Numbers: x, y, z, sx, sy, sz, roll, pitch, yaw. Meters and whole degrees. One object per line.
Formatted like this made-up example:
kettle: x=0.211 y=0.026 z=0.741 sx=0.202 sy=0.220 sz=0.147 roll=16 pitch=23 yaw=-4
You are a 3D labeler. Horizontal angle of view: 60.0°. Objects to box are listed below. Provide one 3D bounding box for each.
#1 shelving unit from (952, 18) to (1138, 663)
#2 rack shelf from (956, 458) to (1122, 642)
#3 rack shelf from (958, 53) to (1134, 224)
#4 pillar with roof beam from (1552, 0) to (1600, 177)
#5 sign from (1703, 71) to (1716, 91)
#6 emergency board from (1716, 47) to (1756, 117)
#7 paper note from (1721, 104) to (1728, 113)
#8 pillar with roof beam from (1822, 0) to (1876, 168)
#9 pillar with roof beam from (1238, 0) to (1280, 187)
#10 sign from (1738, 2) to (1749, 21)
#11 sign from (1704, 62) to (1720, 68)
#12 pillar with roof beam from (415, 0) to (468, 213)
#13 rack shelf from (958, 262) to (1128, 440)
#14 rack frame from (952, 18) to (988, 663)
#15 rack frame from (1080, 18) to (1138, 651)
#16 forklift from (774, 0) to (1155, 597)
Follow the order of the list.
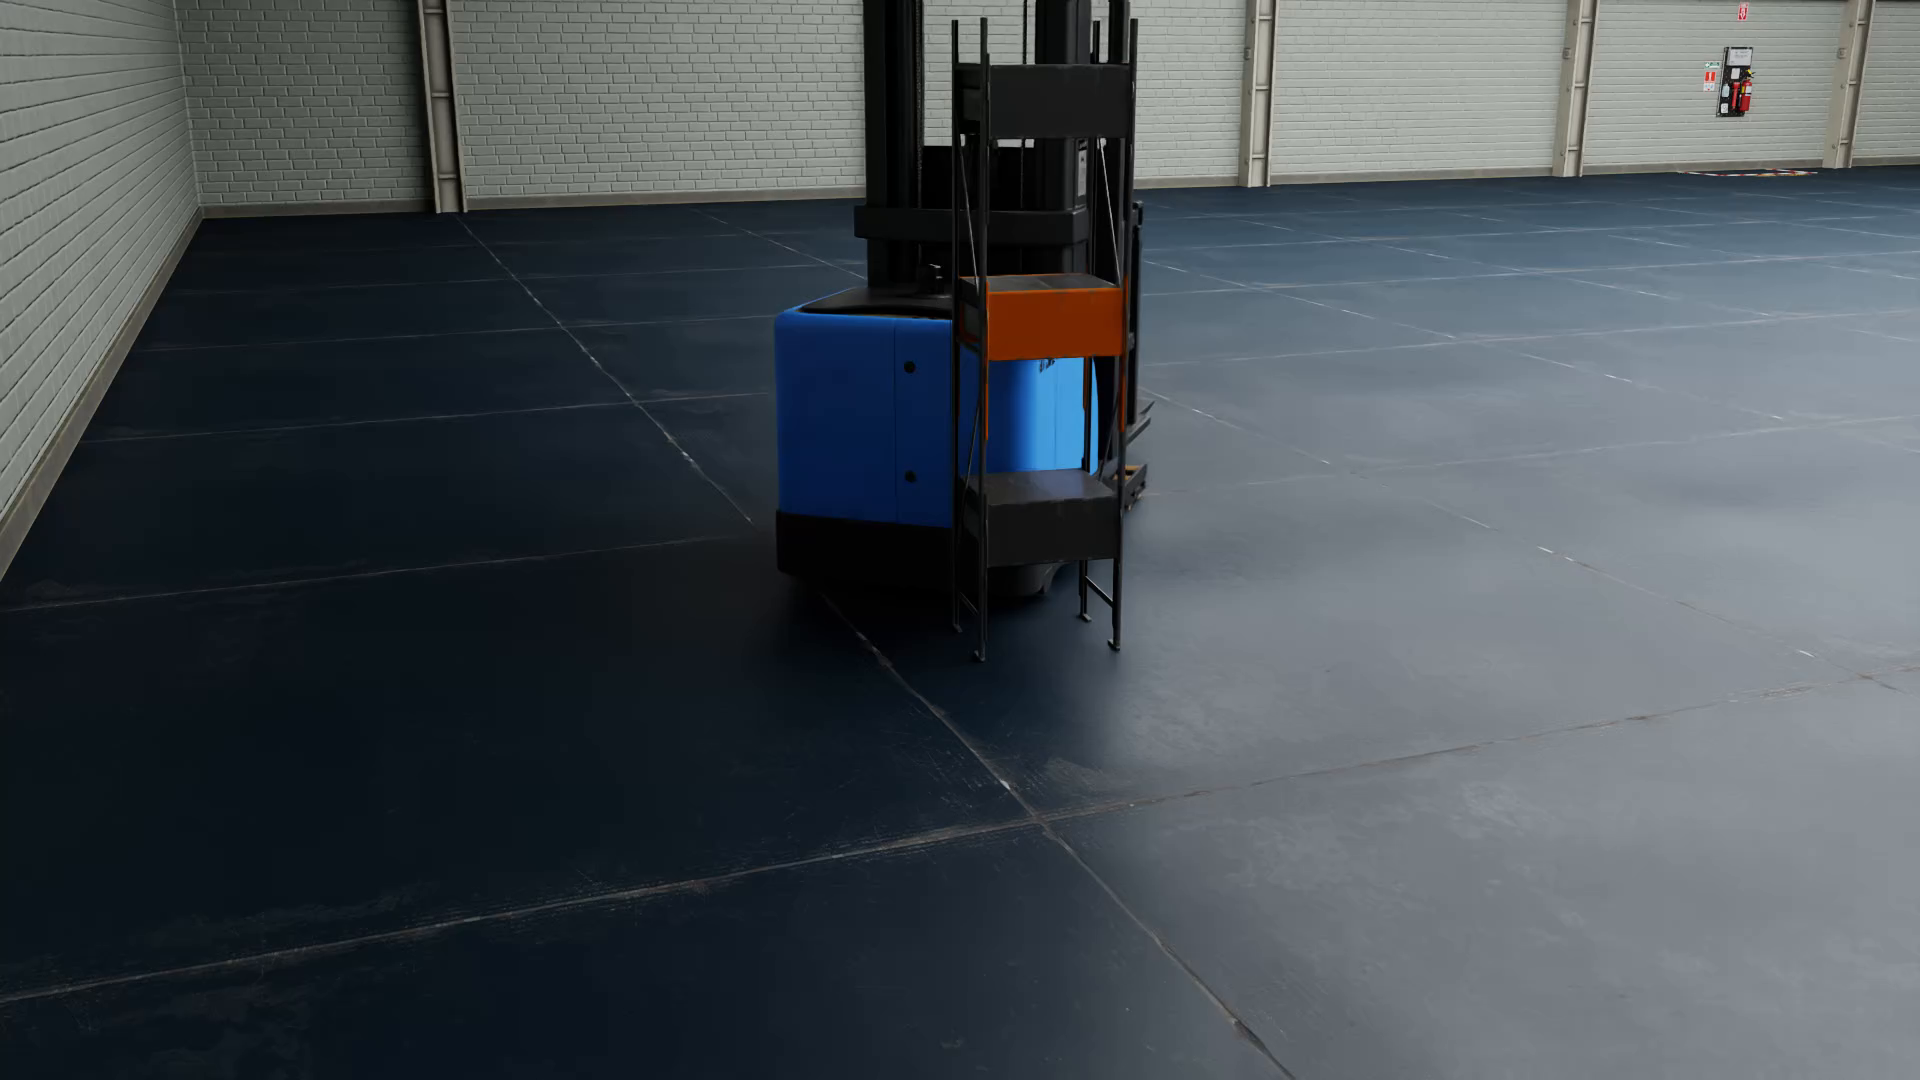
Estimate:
shelving unit: x=0.265 y=-0.661 z=5.621 sx=0.503 sy=2.100 sz=0.431 roll=-4 pitch=17 yaw=-14
rack shelf: x=0.265 y=0.024 z=5.822 sx=0.480 sy=0.518 sz=0.431 roll=-4 pitch=17 yaw=-14
rack shelf: x=0.265 y=-1.319 z=5.428 sx=0.480 sy=0.518 sz=0.431 roll=-4 pitch=17 yaw=-14
pillar with roof beam: x=11.705 y=-9.286 z=22.749 sx=0.400 sy=9.000 sz=9.100 roll=-6 pitch=17 yaw=-20
sign: x=12.893 y=-7.895 z=28.595 sx=0.234 sy=0.329 sz=0.001 roll=-6 pitch=17 yaw=-20
emergency board: x=13.446 y=-7.906 z=28.698 sx=0.643 sy=1.169 sz=0.194 roll=-6 pitch=17 yaw=-20
paper note: x=13.256 y=-7.484 z=28.823 sx=0.142 sy=0.148 sz=0.016 roll=-6 pitch=17 yaw=-20
pillar with roof beam: x=17.308 y=-9.891 z=24.809 sx=0.400 sy=9.000 sz=9.100 roll=-6 pitch=17 yaw=-20
pillar with roof beam: x=6.102 y=-8.681 z=20.689 sx=0.400 sy=9.000 sz=9.100 roll=-6 pitch=17 yaw=-20
sign: x=13.403 y=-9.044 z=28.457 sx=0.199 sy=0.298 sz=0.001 roll=-6 pitch=17 yaw=-20
sign: x=12.900 y=-8.147 z=28.514 sx=0.331 sy=0.109 sz=0.001 roll=-6 pitch=17 yaw=-20
pillar with roof beam: x=-5.103 y=-7.471 z=16.570 sx=0.400 sy=9.000 sz=9.100 roll=-6 pitch=17 yaw=-20
rack shelf: x=0.265 y=-0.648 z=5.625 sx=0.480 sy=0.518 sz=0.431 roll=-4 pitch=17 yaw=-14
rack frame: x=0.028 y=-0.644 z=5.563 sx=0.015 sy=2.100 sz=0.400 roll=-4 pitch=17 yaw=-14
rack frame: x=0.501 y=-0.678 z=5.679 sx=0.015 sy=2.100 sz=0.400 roll=-4 pitch=17 yaw=-14
forklift: x=0.236 y=-1.569 z=7.240 sx=1.130 sy=2.935 sz=3.031 roll=5 pitch=17 yaw=18
